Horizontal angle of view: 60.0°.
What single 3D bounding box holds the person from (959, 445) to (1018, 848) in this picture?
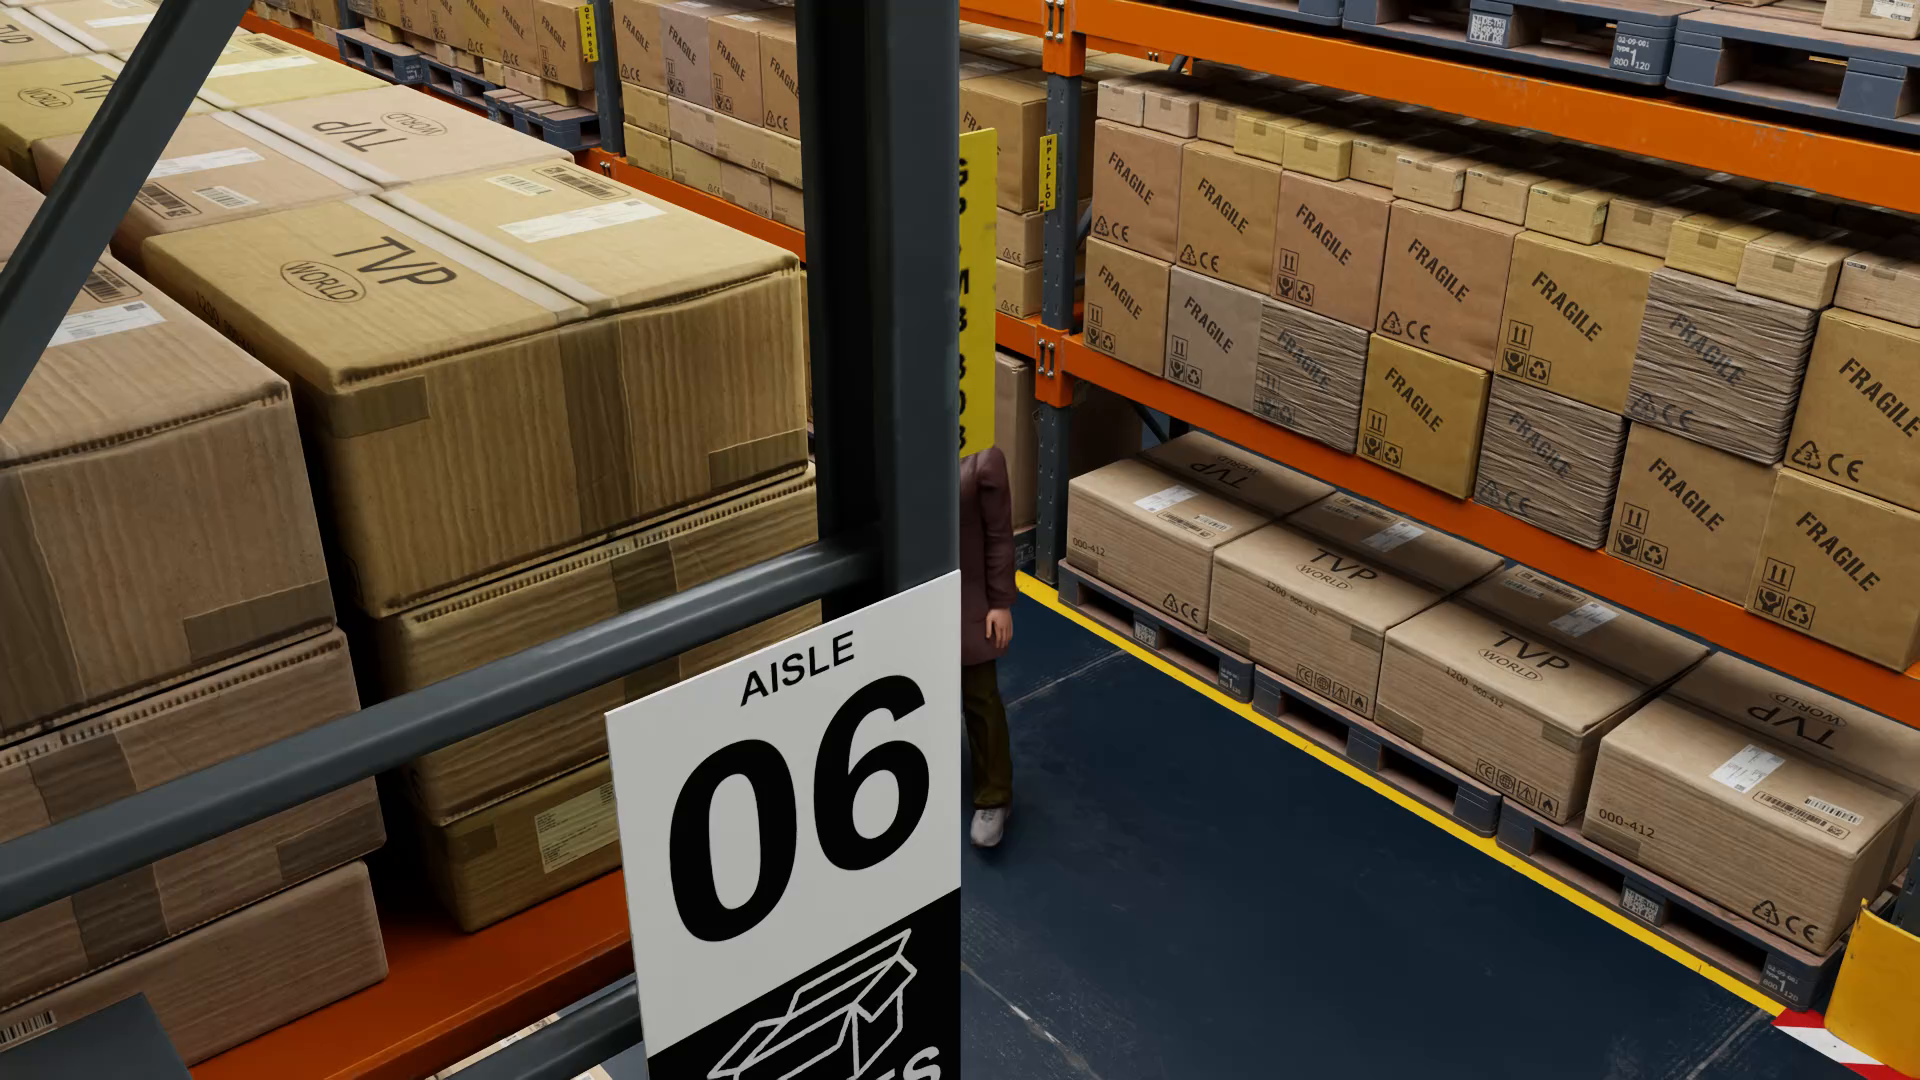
[{"bbox_3d":[-0.057,0.211,6.229,0.761,1.736,0.728,14,31,25],"label":"person"}]
